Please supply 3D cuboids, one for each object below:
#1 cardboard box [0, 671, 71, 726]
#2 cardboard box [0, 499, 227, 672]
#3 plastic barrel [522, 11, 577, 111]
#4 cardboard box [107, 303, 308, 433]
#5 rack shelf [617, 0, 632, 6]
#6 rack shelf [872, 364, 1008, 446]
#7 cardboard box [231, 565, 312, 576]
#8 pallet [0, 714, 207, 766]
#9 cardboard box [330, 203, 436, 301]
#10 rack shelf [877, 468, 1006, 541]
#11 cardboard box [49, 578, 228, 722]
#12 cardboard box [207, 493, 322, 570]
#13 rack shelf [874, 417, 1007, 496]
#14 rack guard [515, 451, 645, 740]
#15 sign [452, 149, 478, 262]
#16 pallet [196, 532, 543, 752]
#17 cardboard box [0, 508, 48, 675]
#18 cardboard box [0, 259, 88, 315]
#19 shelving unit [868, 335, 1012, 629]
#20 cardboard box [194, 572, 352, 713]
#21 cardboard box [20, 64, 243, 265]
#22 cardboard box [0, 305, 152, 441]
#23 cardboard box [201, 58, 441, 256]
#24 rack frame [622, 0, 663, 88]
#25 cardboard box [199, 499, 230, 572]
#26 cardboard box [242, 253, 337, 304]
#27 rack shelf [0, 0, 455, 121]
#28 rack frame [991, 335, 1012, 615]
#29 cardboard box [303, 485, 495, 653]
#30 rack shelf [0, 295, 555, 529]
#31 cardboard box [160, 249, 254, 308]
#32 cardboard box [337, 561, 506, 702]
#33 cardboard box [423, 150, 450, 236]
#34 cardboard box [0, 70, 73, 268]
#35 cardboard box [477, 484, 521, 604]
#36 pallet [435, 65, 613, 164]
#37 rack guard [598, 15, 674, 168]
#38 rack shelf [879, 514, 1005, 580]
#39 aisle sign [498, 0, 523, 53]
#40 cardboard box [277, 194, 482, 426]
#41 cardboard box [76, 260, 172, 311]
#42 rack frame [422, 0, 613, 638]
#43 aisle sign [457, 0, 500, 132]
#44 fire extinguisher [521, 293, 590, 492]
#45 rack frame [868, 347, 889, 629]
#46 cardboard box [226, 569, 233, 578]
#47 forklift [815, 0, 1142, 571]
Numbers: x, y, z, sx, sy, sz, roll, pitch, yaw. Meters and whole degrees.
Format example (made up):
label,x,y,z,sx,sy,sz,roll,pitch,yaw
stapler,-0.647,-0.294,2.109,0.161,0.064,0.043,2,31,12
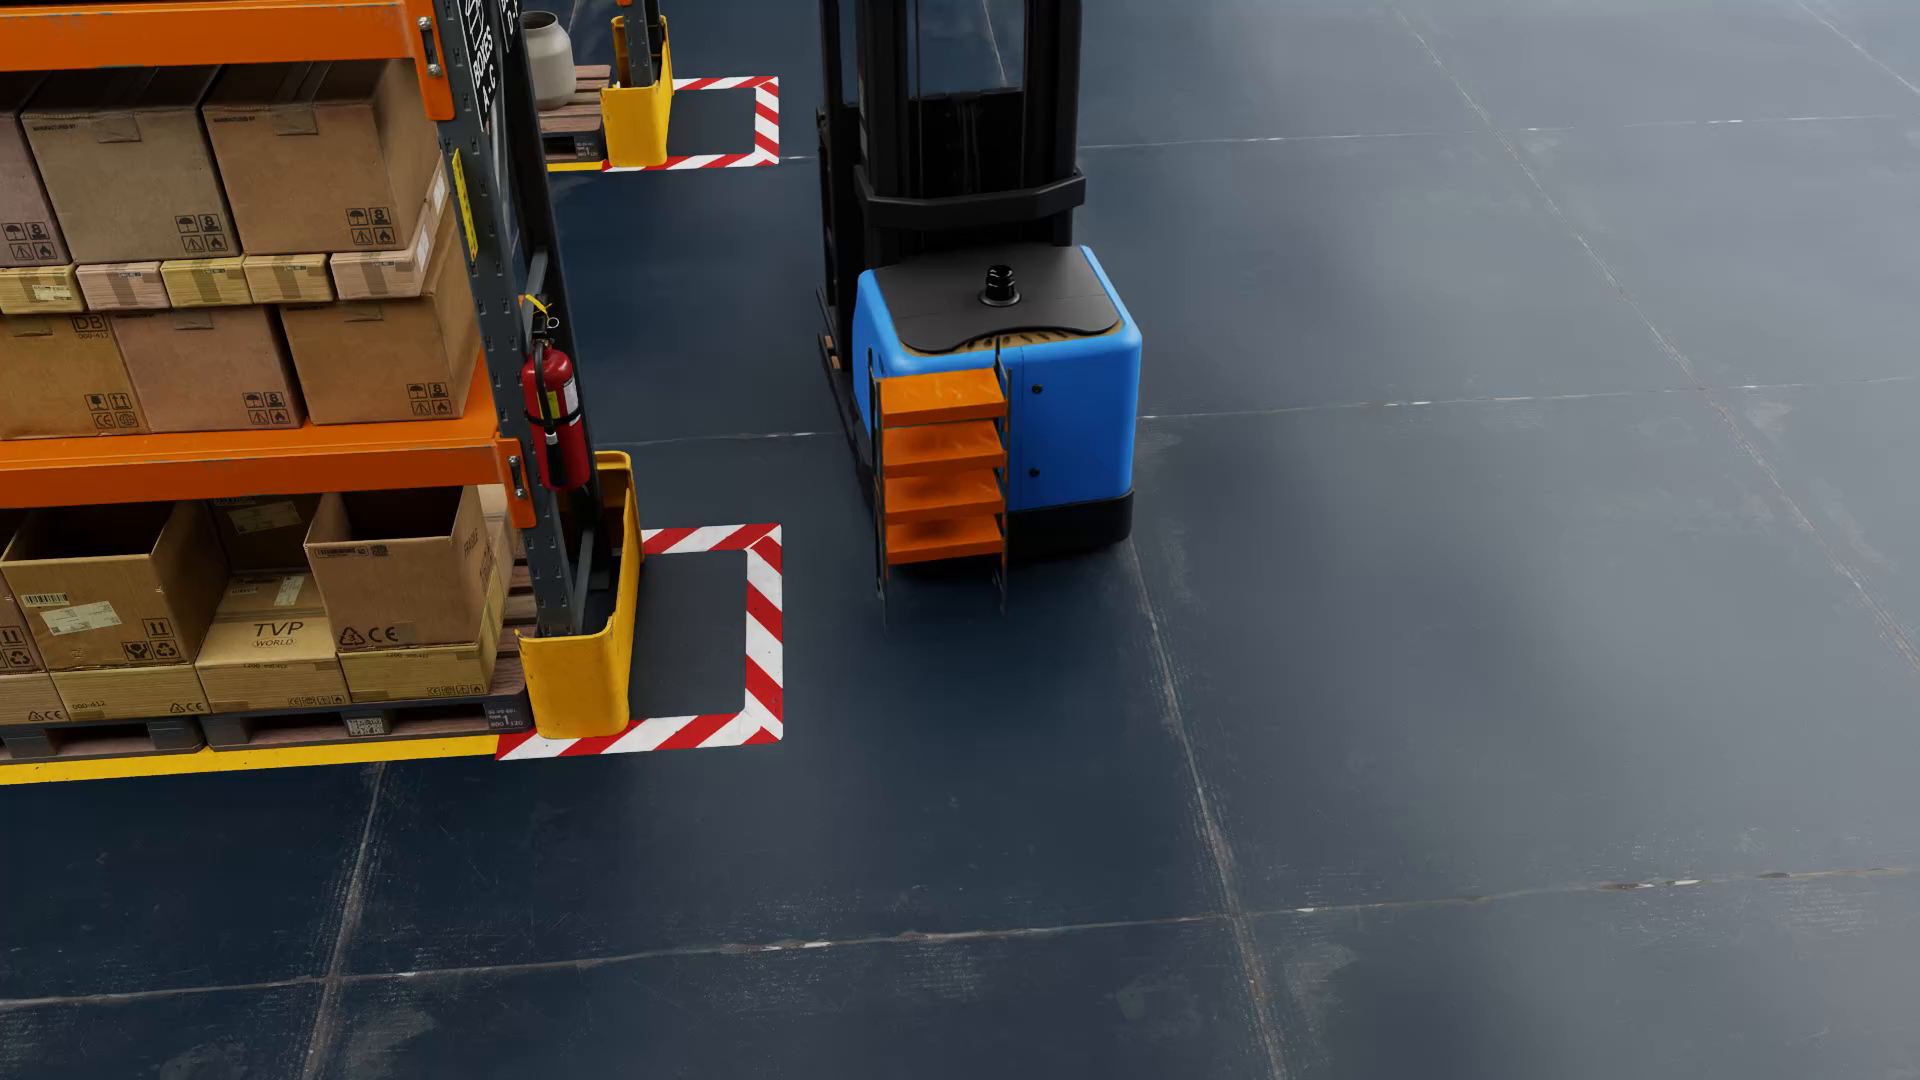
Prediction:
label,x,y,z,sx,sy,sz,roll,pitch,yaw
cardboard box,-3.513,0.429,6.166,0.500,0.250,0.500,-3,38,-4
cardboard box,-3.014,0.110,5.965,0.500,0.500,0.500,-3,38,-4
plastic barrel,-2.595,-2.949,10.235,0.421,0.512,0.421,0,38,0
cardboard box,-2.500,-0.777,5.732,0.500,0.500,0.700,-2,38,-3
rack shelf,-3.939,-3.452,9.784,4.000,0.370,1.077,-3,38,-4
rack shelf,-0.078,-0.513,6.296,0.480,0.148,0.258,-6,39,-8
cardboard box,-2.563,0.049,6.647,0.500,0.250,0.500,-3,38,-4
pallet,-3.482,0.440,6.522,1.213,0.211,1.003,-3,38,-4
cardboard box,-1.875,-0.943,5.419,0.250,0.149,0.380,-4,38,-5
rack shelf,-0.078,-0.154,6.584,0.480,0.148,0.258,-6,39,-8
cardboard box,-3.014,0.402,6.199,0.500,0.250,0.500,-3,38,-4
cardboard box,-2.563,-0.246,6.416,0.500,0.500,0.500,-3,38,-4
rack shelf,-0.078,-0.329,6.444,0.480,0.148,0.258,-6,39,-8
rack guard,-1.488,0.193,6.602,0.348,0.500,1.175,-3,38,-4
sign,-1.477,-0.999,4.969,0.005,0.325,0.100,-3,38,-4
pallet,-2.270,0.375,6.604,1.213,0.211,1.003,-3,38,-4
cardboard box,-3.512,0.136,5.931,0.500,0.500,0.500,-3,38,-4
cardboard box,-2.903,-0.886,5.347,0.250,0.149,0.380,-2,38,-3
shelving unit,-0.078,-0.207,6.541,0.503,1.200,0.258,-6,39,-8
cardboard box,-2.516,0.374,6.235,0.500,0.250,0.500,-3,38,-4
cardboard box,-2.554,-1.283,5.326,0.500,0.500,0.700,-4,38,-5
cardboard box,-2.995,-0.753,5.702,0.500,0.500,0.700,-3,38,-4
cardboard box,-2.030,-1.315,5.367,0.500,0.500,0.700,-3,38,-4
rack frame,-1.947,-3.844,9.700,0.127,3.000,1.000,-3,38,-4
cardboard box,-3.060,-0.211,6.371,0.500,0.500,0.500,-3,38,-4
cardboard box,-2.136,-0.927,5.399,0.250,0.149,0.380,-2,38,-3
rack shelf,-3.504,-1.573,4.981,4.000,0.370,1.077,-3,38,-4
rack frame,0.162,-0.234,6.576,0.015,1.200,0.240,-6,39,-8
cardboard box,-2.019,0.046,6.046,0.500,0.500,0.500,-3,38,-4
rack shelf,-3.504,-0.395,5.910,4.000,0.370,1.077,-3,38,-4
cardboard box,-2.391,-0.913,5.382,0.250,0.149,0.380,-4,38,-5
cardboard box,-2.020,0.339,6.279,0.500,0.250,0.500,-3,38,-4
cardboard box,-1.921,-1.193,5.735,0.250,0.149,0.380,-3,38,-4
cardboard box,-3.056,-1.255,5.291,0.500,0.500,0.700,-3,38,-4
cardboard box,-2.065,0.019,6.684,0.500,0.250,0.500,-3,38,-4
pallet,-2.828,-2.674,10.469,1.213,0.211,1.003,-3,38,-4
rack guard,-2.018,-2.829,10.432,0.348,0.500,1.175,-3,38,-4
rack shelf,-0.079,0.001,6.708,0.480,0.148,0.258,-6,39,-8
aisle sign,-1.473,-2.000,5.265,0.004,0.787,0.394,-3,38,-4
cardboard box,-1.978,-0.809,5.773,0.500,0.500,0.700,-3,38,-4
cardboard box,-2.641,-0.901,5.366,0.250,0.149,0.380,-3,38,-3
rack frame,-1.512,-0.787,5.826,0.127,3.000,1.000,-3,38,-4
aisle sign,-1.420,-1.630,4.796,0.004,0.787,0.394,-3,38,-4
fire extinguisher,-1.353,-0.477,5.495,0.183,0.674,0.296,-3,38,-4
rack frame,-0.318,-0.179,6.507,0.015,1.200,0.240,-6,39,-8
cardboard box,-3.061,0.076,6.612,0.500,0.250,0.500,-3,38,-4
forklift,-0.088,-1.935,7.337,1.130,2.935,3.031,-8,39,-10
